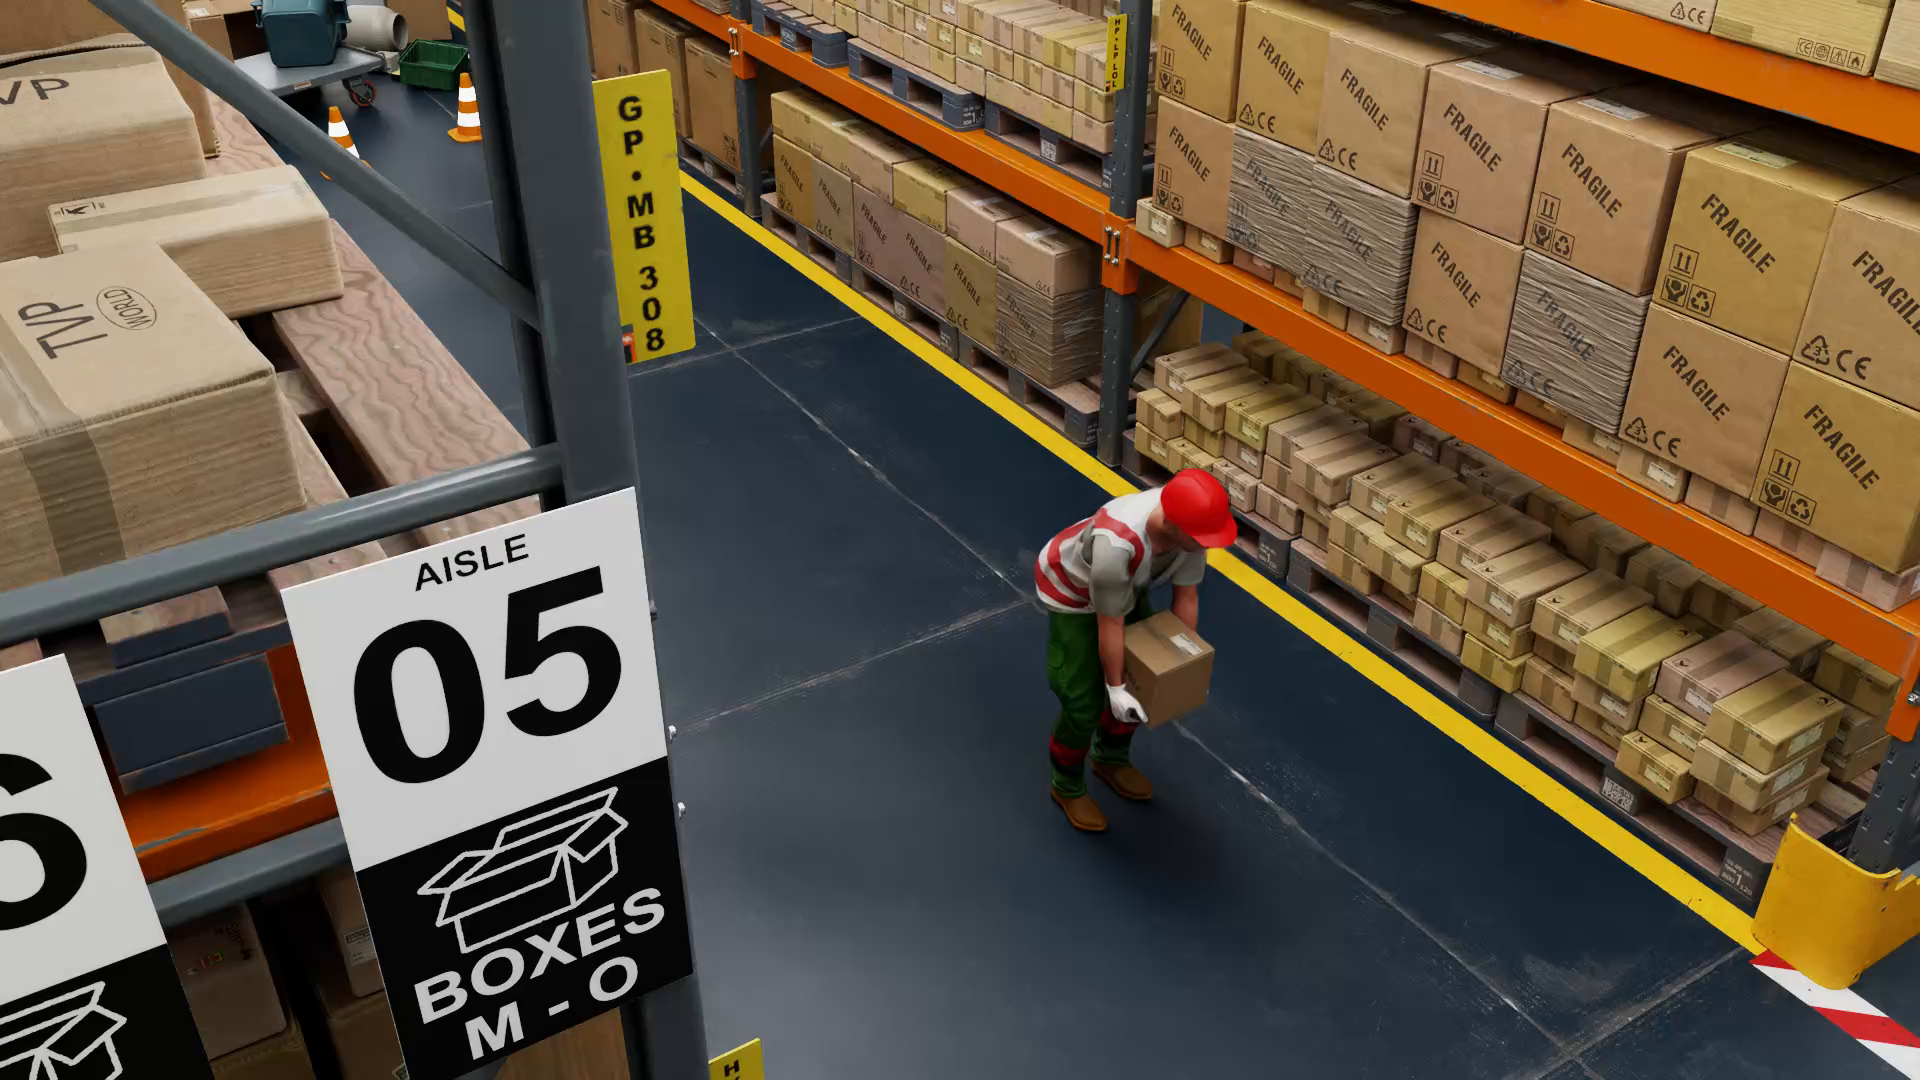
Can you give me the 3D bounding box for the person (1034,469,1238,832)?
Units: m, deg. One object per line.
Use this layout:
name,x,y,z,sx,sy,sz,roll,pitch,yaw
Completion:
person,0.596,0.354,5.748,0.484,1.581,0.784,-20,37,-28
